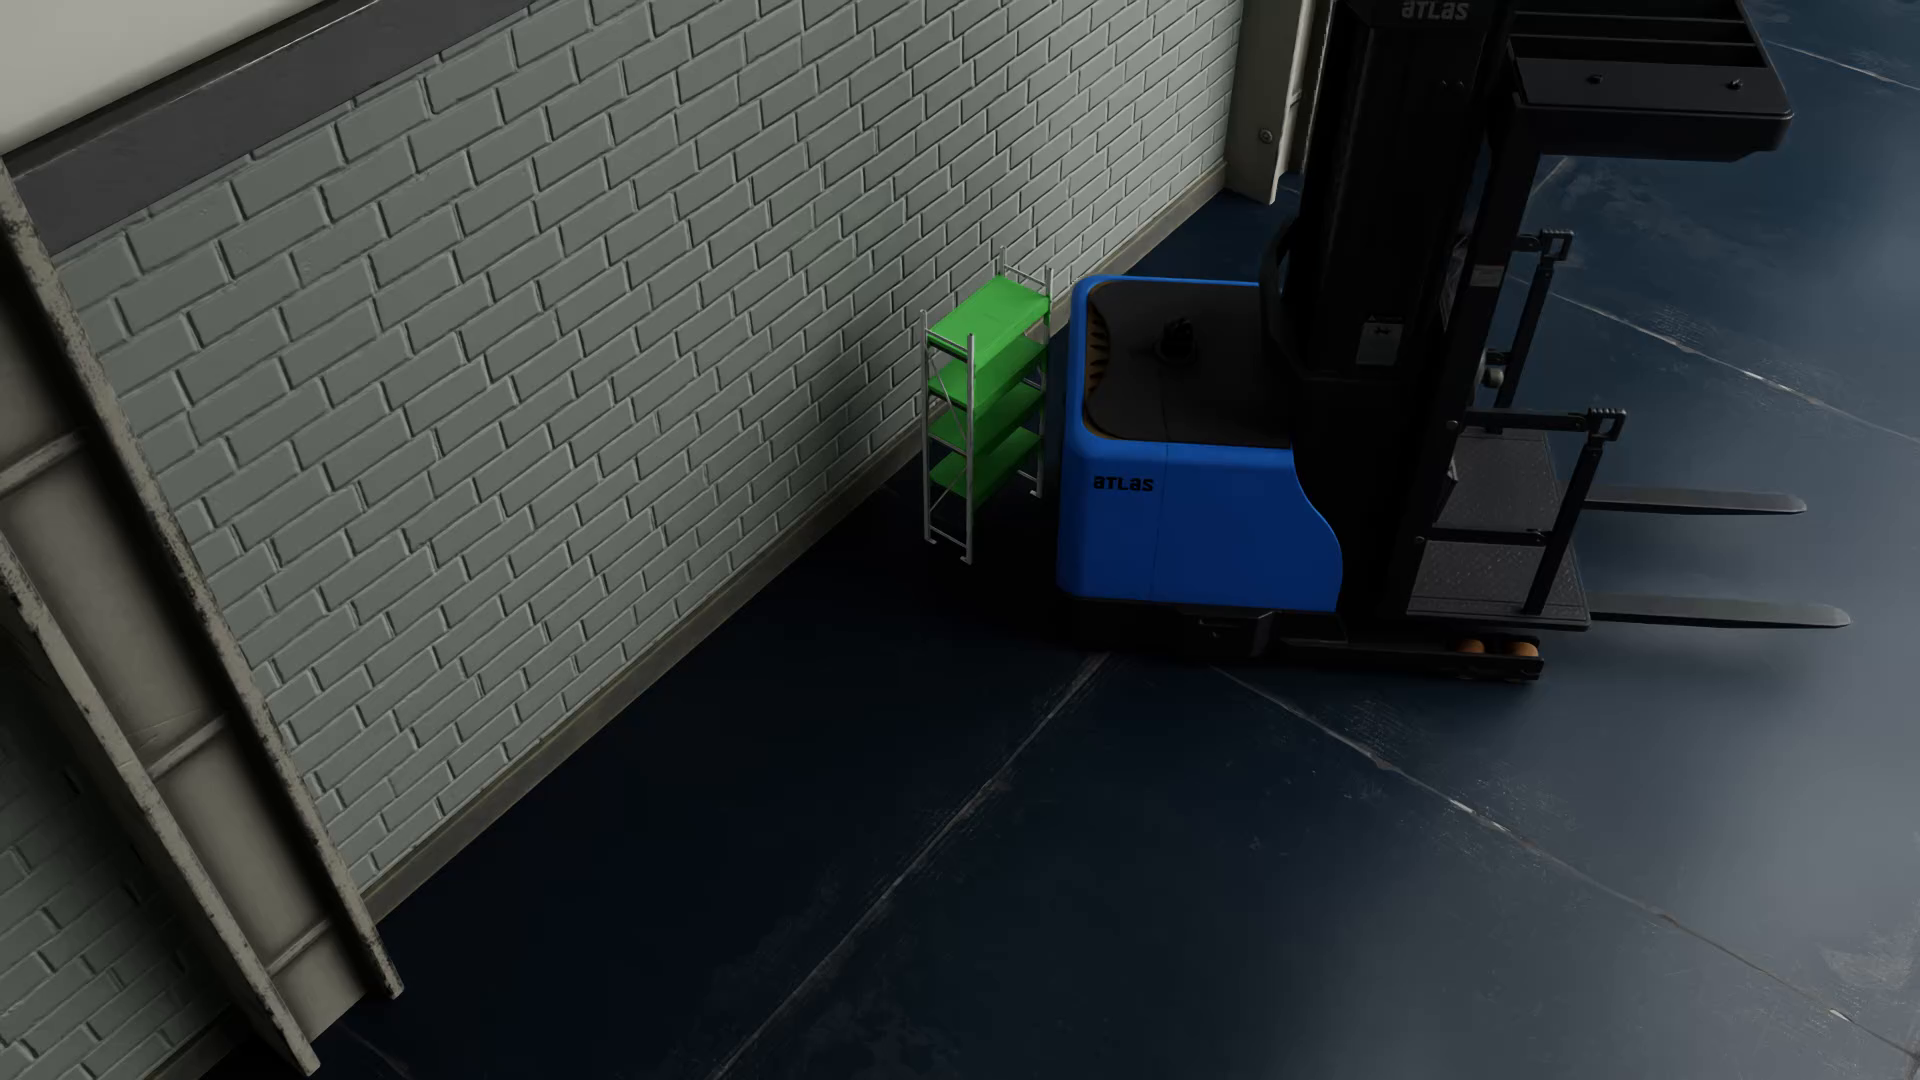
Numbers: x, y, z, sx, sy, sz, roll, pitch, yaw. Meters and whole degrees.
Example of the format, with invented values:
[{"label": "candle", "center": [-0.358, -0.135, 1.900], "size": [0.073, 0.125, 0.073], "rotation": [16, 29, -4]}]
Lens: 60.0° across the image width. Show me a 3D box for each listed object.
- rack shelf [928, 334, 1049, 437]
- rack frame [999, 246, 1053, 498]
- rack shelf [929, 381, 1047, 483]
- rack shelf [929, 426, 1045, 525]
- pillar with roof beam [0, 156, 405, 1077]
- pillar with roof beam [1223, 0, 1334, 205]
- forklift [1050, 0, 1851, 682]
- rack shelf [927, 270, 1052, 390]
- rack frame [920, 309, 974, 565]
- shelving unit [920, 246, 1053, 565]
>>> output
[{"label": "rack shelf", "center": [0.101, -0.631, 6.444], "size": [0.258, 0.148, 0.480], "rotation": [29, 53, 25]}, {"label": "rack frame", "center": [0.250, -0.649, 6.705], "size": [0.240, 1.200, 0.015], "rotation": [29, 53, 25]}, {"label": "rack shelf", "center": [0.101, -0.465, 6.618], "size": [0.258, 0.148, 0.480], "rotation": [29, 53, 25]}, {"label": "rack shelf", "center": [0.101, -0.299, 6.791], "size": [0.258, 0.148, 0.480], "rotation": [29, 53, 25]}, {"label": "pillar with roof beam", "center": [1.331, 0.323, 0.383], "size": [9.100, 9.000, 0.400], "rotation": [29, 53, 25]}, {"label": "pillar with roof beam", "center": [5.000, -3.110, 3.663], "size": [9.100, 9.000, 0.400], "rotation": [29, 53, 25]}, {"label": "forklift", "center": [1.895, -0.869, 5.718], "size": [3.031, 2.935, 1.130], "rotation": [3, 46, 3]}, {"label": "rack shelf", "center": [0.101, -0.797, 6.270], "size": [0.258, 0.148, 0.480], "rotation": [29, 53, 25]}, {"label": "rack frame", "center": [-0.048, -0.370, 6.438], "size": [0.240, 1.200, 0.015], "rotation": [29, 53, 25]}, {"label": "shelving unit", "center": [0.101, -0.509, 6.571], "size": [0.258, 1.200, 0.503], "rotation": [29, 53, 25]}]
